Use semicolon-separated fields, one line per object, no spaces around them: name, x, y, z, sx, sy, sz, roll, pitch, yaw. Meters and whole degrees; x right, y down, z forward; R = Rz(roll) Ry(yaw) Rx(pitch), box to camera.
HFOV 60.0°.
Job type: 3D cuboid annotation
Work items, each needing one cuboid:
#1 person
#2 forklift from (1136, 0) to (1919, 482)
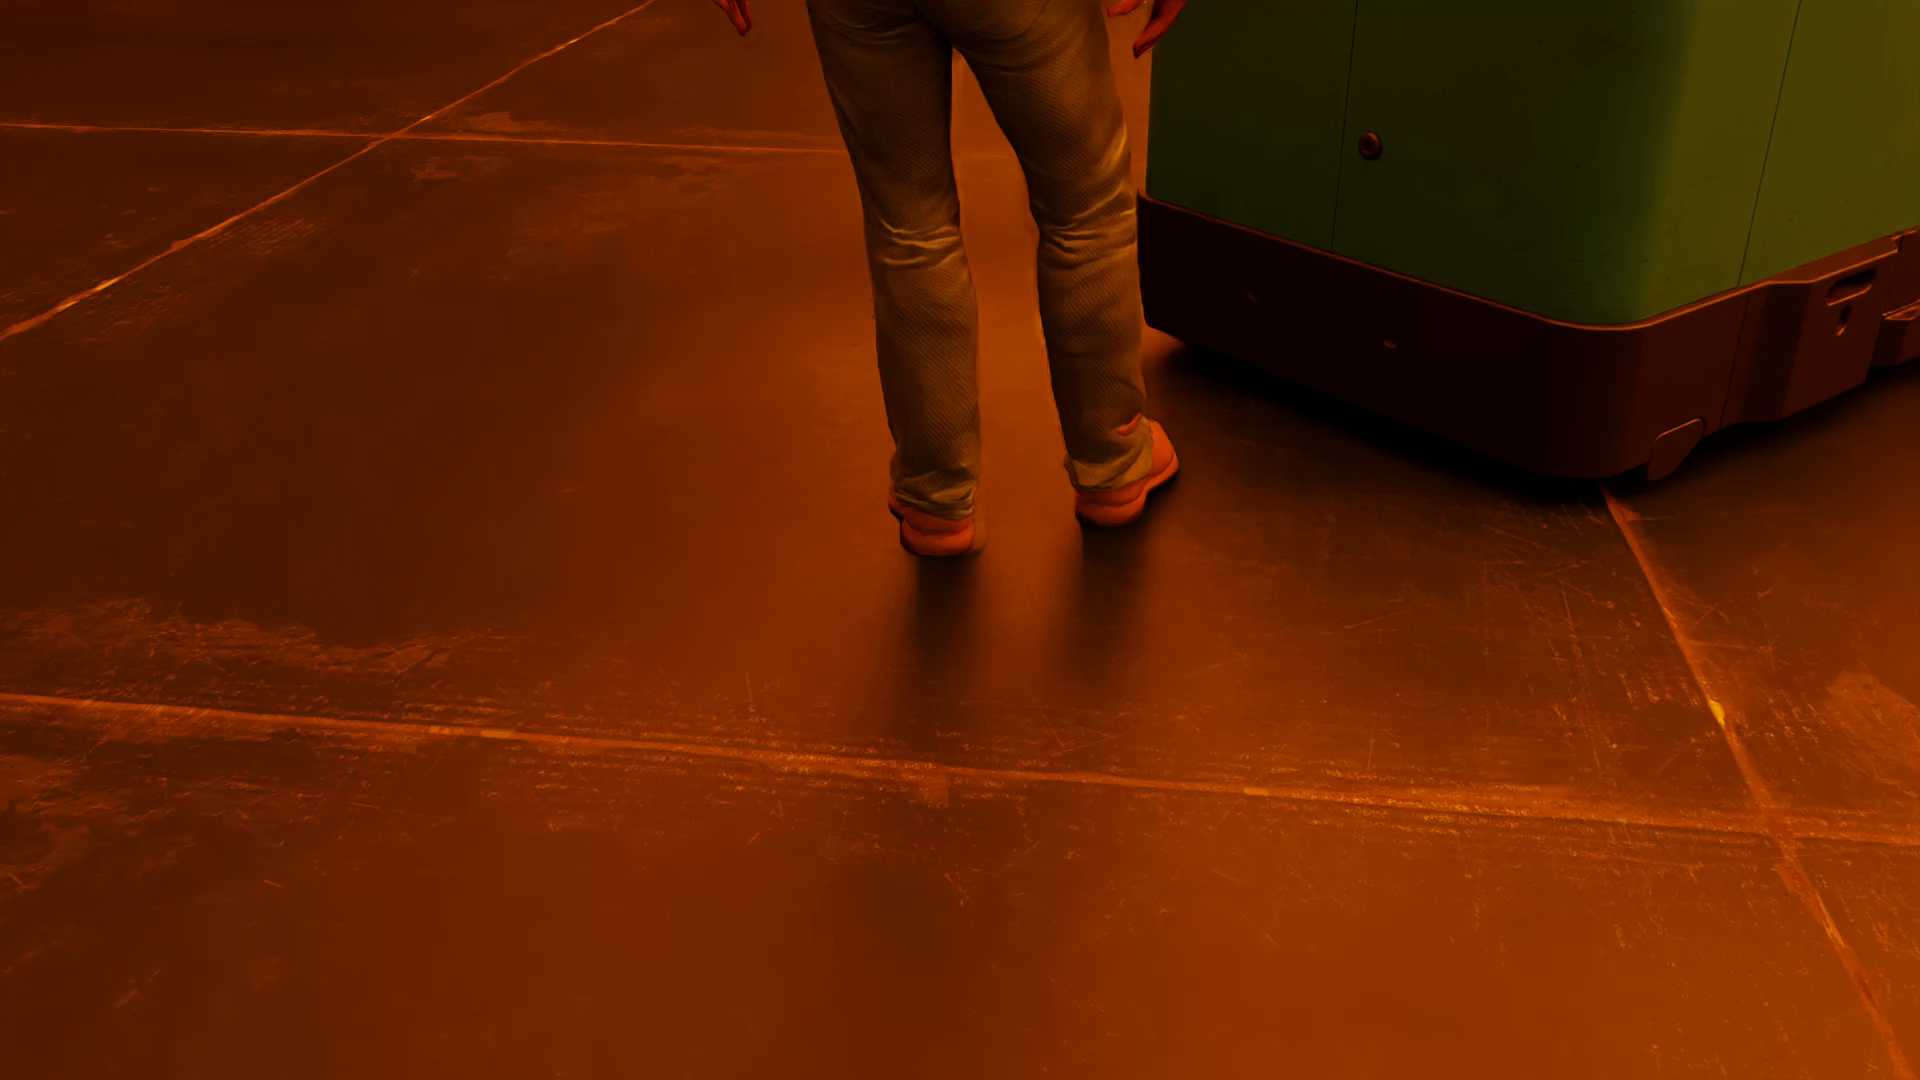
person;-0.015;-0.831;2.213;0.689;1.753;0.573;5;27;9
forklift;1.809;-1.916;3.058;3.031;2.935;1.130;-19;32;-33
